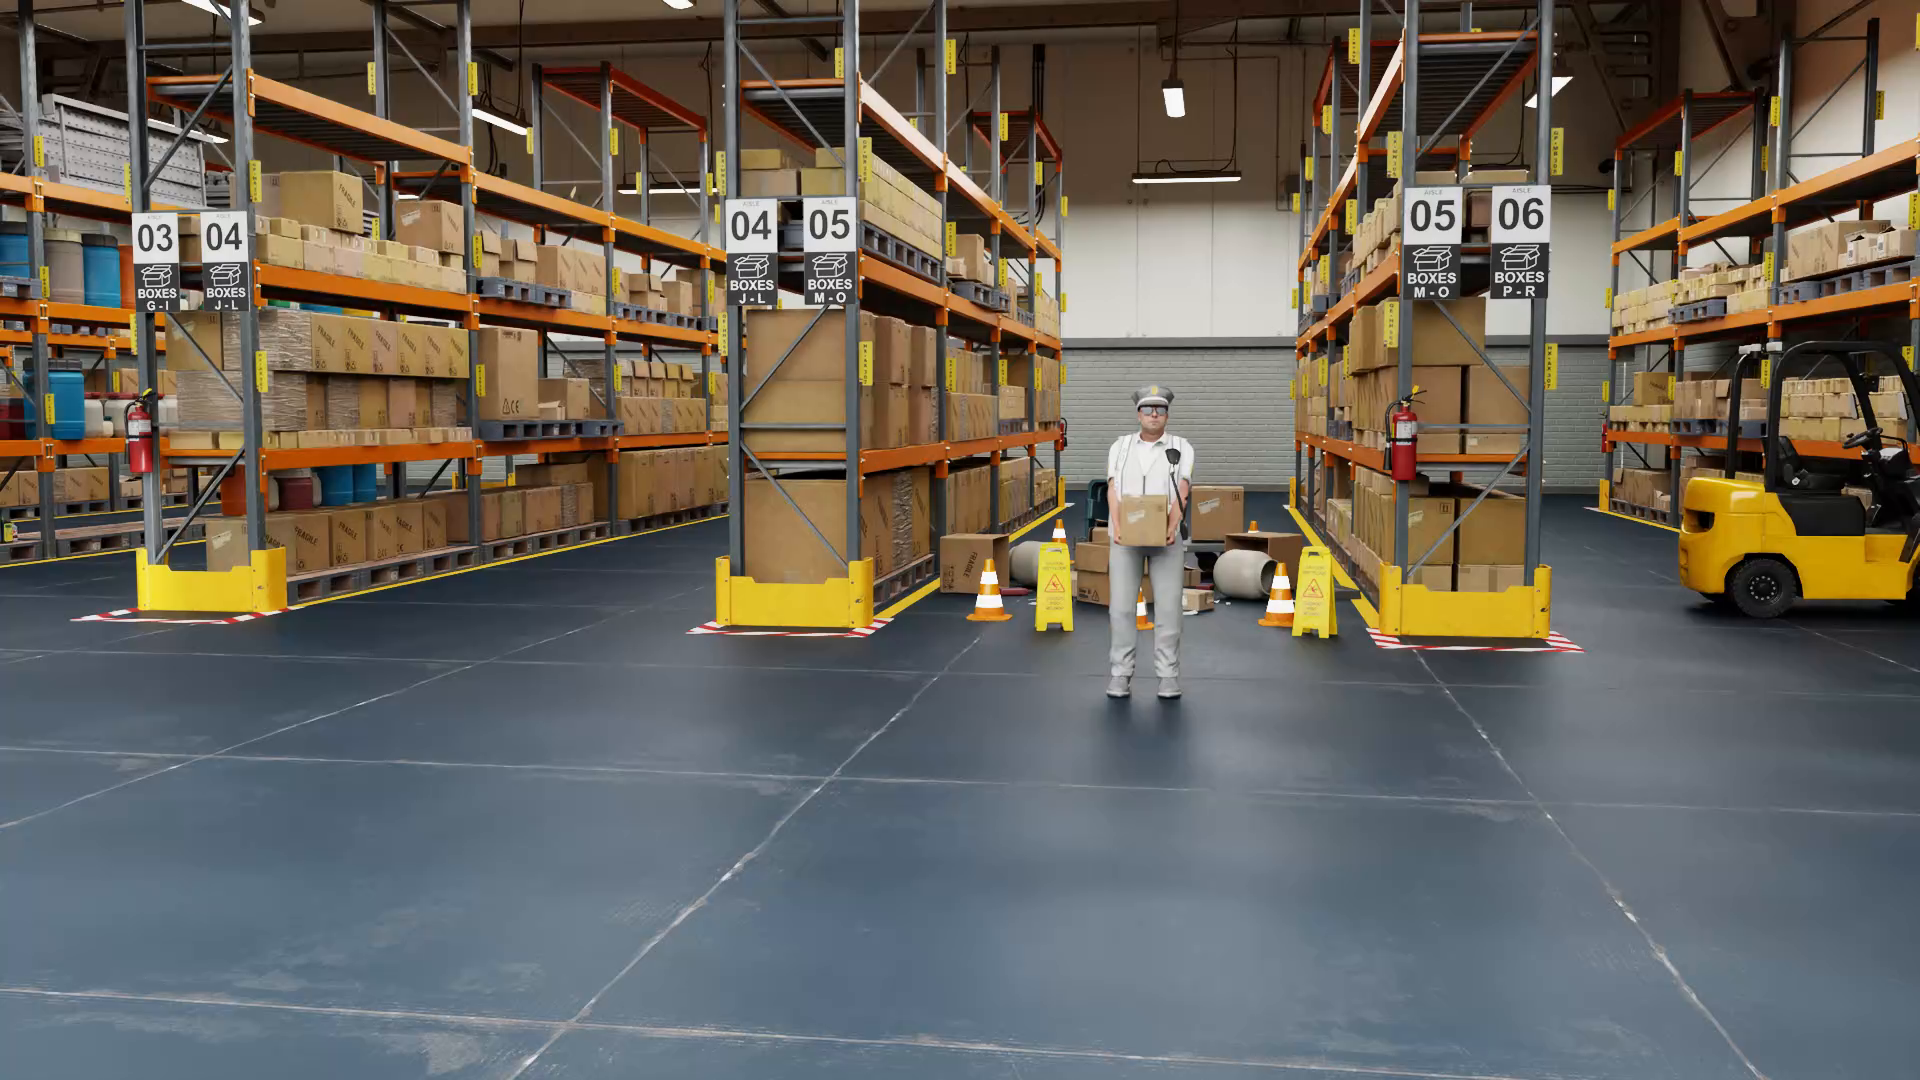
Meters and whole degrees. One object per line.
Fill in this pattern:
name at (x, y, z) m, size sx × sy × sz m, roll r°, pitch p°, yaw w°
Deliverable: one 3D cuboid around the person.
person at (1.071, 0.004, 9.416) m, size 0.493 × 1.767 × 0.573 m, roll 1°, pitch 4°, yaw 9°
